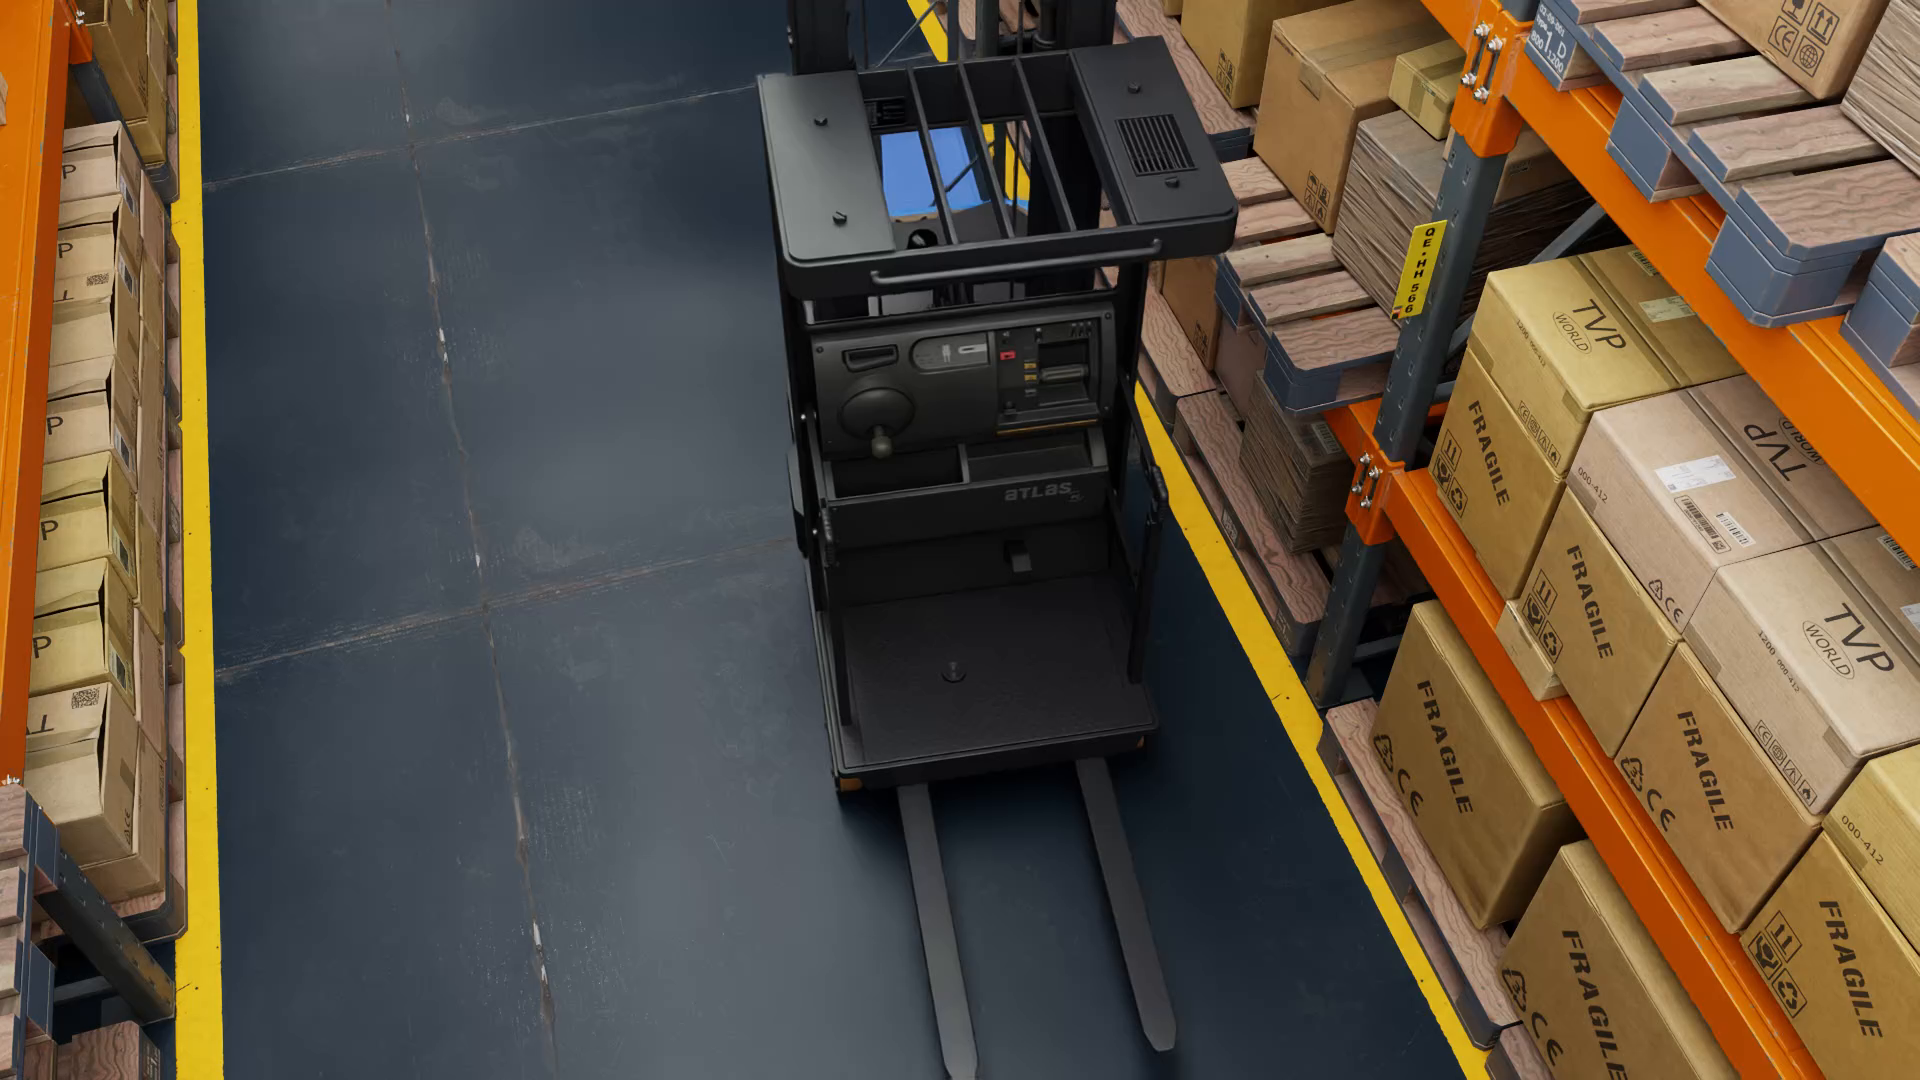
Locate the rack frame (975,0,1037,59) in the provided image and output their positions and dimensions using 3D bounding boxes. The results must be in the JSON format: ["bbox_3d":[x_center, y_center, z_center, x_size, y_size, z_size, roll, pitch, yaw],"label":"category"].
[{"bbox_3d":[0.571,-3.428,7.468,1.000,3.000,0.127,-13,51,-11],"label":"rack frame"}]

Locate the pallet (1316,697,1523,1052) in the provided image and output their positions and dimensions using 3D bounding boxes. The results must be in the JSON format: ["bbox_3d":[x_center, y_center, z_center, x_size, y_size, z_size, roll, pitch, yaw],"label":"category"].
[{"bbox_3d":[1.915,0.985,5.571,1.003,0.211,1.213,-13,51,-11],"label":"pallet"}]

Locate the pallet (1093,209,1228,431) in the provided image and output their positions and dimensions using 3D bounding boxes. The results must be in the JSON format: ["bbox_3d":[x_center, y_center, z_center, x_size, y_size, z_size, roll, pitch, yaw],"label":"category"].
[{"bbox_3d":[1.167,-1.068,7.302,1.003,0.211,1.213,-13,51,-11],"label":"pallet"}]

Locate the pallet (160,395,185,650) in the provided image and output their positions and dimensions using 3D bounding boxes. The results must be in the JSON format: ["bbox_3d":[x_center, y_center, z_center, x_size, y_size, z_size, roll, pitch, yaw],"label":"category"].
[{"bbox_3d":[-3.541,0.015,6.389,1.003,0.211,1.213,-13,51,-11],"label":"pallet"}]

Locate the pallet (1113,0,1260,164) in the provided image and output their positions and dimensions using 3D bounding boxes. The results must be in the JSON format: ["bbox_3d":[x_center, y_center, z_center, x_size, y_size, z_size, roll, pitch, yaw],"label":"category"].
[{"bbox_3d":[1.129,-1.881,6.289,1.003,0.211,1.213,-13,51,-11],"label":"pallet"}]

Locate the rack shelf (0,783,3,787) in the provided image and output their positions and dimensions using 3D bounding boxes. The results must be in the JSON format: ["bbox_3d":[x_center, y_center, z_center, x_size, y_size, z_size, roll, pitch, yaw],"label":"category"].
[{"bbox_3d":[-2.386,2.309,3.102,1.077,0.370,4.000,-13,51,-11],"label":"rack shelf"}]

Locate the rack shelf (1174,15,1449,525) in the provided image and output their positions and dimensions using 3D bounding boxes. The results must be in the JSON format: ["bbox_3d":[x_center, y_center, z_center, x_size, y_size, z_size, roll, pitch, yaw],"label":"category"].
[{"bbox_3d":[1.162,-1.736,6.511,1.077,0.370,4.000,-13,51,-11],"label":"rack shelf"}]

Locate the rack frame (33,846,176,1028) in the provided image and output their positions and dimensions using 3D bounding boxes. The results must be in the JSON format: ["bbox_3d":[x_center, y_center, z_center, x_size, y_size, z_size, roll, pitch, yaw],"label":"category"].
[{"bbox_3d":[-2.978,0.616,4.058,1.000,3.000,0.127,-13,51,-11],"label":"rack frame"}]

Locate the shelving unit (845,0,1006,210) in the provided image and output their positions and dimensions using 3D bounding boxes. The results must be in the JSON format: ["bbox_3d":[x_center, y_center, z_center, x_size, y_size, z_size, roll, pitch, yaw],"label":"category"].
[{"bbox_3d":[-0.168,-1.470,6.798,0.538,1.500,1.048,-8,50,-6],"label":"shelving unit"}]

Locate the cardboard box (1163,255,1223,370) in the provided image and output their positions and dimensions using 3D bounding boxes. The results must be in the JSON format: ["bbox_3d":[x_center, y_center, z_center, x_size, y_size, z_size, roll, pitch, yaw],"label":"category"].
[{"bbox_3d":[1.275,-1.116,6.866,0.700,0.500,0.500,-14,51,-11],"label":"cardboard box"}]

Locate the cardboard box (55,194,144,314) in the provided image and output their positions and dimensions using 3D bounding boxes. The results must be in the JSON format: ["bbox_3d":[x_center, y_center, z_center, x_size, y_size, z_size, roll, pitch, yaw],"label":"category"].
[{"bbox_3d":[-3.607,-1.126,6.684,0.500,0.311,0.500,-12,51,-10],"label":"cardboard box"}]

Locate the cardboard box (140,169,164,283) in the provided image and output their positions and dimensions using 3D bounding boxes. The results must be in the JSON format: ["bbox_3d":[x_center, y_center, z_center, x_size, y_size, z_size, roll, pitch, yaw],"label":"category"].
[{"bbox_3d":[-3.761,-1.317,7.212,0.500,0.250,0.500,-14,51,-11],"label":"cardboard box"}]

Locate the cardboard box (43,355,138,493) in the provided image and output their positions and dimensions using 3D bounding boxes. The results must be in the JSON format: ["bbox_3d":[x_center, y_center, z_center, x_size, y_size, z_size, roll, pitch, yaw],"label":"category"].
[{"bbox_3d":[-3.317,-0.393,6.066,0.500,0.311,0.500,-14,51,-11],"label":"cardboard box"}]

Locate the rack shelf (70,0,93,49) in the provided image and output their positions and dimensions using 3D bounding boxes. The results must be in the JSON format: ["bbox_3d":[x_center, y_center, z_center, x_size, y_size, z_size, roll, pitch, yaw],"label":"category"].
[{"bbox_3d":[-4.752,-3.534,8.028,1.077,0.370,4.000,-13,51,-11],"label":"rack shelf"}]

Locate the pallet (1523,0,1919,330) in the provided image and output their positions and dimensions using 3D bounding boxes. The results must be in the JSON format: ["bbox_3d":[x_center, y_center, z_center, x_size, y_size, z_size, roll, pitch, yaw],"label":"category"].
[{"bbox_3d":[1.995,-0.954,3.544,1.213,0.211,1.003,-11,51,-9],"label":"pallet"}]

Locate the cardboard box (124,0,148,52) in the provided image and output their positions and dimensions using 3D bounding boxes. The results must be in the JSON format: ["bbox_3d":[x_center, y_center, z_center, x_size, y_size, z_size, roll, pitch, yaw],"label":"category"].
[{"bbox_3d":[-4.154,-2.569,7.777,0.500,0.500,0.500,-13,51,-11],"label":"cardboard box"}]

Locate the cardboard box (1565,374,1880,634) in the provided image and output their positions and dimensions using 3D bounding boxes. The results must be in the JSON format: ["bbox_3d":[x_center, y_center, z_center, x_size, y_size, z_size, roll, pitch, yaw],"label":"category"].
[{"bbox_3d":[1.801,-0.101,3.899,0.500,0.250,0.500,-14,51,-11],"label":"cardboard box"}]

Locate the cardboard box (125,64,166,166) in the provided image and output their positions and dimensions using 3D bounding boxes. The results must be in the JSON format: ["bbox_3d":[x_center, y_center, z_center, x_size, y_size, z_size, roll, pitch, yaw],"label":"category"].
[{"bbox_3d":[-4.008,-1.962,7.755,0.500,0.250,0.500,-13,51,-11],"label":"cardboard box"}]

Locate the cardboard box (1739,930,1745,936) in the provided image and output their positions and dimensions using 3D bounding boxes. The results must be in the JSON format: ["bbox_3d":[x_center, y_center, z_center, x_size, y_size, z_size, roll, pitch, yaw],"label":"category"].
[{"bbox_3d":[2.037,0.794,4.060,0.380,0.149,0.250,-13,51,-10],"label":"cardboard box"}]

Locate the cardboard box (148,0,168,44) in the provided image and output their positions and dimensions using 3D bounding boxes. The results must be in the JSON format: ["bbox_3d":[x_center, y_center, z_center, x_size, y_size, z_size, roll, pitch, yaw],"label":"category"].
[{"bbox_3d":[-4.294,-2.694,8.373,0.500,0.250,0.500,-13,51,-11],"label":"cardboard box"}]

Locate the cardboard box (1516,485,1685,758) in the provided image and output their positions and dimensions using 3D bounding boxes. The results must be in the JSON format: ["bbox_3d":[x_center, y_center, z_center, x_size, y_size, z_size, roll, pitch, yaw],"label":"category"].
[{"bbox_3d":[1.799,0.156,4.173,0.500,0.500,0.500,-12,51,-10],"label":"cardboard box"}]

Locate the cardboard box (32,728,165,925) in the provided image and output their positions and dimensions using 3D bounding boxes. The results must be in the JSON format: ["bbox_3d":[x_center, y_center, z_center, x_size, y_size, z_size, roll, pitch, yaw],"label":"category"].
[{"bbox_3d":[-2.852,0.918,5.328,0.500,0.250,0.500,-13,51,-11],"label":"cardboard box"}]

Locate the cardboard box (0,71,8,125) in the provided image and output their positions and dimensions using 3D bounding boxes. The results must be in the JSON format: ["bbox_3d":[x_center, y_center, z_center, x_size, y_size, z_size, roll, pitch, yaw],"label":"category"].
[{"bbox_3d":[-3.725,-1.662,6.066,0.396,0.266,0.258,-14,51,-12],"label":"cardboard box"}]

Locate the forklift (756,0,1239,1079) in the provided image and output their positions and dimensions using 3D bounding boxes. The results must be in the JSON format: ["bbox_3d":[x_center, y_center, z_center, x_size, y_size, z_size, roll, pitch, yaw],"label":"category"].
[{"bbox_3d":[0.058,-0.379,4.942,1.130,2.935,3.031,-8,50,-6],"label":"forklift"}]

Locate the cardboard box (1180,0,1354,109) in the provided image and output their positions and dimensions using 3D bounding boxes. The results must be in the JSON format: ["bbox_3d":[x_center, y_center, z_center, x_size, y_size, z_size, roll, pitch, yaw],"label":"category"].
[{"bbox_3d":[1.215,-1.927,5.849,0.700,0.500,0.500,-13,51,-11],"label":"cardboard box"}]

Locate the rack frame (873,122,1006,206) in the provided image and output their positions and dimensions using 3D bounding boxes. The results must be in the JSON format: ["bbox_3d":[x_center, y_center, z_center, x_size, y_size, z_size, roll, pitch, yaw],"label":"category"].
[{"bbox_3d":[-0.081,-1.087,6.475,0.500,1.500,0.032,-8,50,-6],"label":"rack frame"}]

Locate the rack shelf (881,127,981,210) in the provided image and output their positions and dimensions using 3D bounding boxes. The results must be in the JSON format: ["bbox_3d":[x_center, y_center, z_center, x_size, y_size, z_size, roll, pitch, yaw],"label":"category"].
[{"bbox_3d":[-0.168,-1.354,6.936,0.538,0.185,1.000,-8,50,-6],"label":"rack shelf"}]

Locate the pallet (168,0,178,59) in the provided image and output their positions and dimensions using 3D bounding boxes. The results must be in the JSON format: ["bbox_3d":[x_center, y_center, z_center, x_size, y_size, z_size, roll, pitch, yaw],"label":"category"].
[{"bbox_3d":[-4.720,-2.890,8.838,1.003,0.211,1.213,-13,51,-11],"label":"pallet"}]

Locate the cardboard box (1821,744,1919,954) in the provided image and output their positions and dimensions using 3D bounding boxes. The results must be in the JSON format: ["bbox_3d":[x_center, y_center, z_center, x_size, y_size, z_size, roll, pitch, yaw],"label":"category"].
[{"bbox_3d":[2.110,0.635,3.279,0.500,0.250,0.500,-14,51,-12],"label":"cardboard box"}]

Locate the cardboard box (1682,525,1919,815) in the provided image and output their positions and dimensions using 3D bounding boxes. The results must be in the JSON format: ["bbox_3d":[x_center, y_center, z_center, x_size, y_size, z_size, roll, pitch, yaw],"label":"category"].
[{"bbox_3d":[1.953,0.264,3.592,0.500,0.250,0.500,-13,51,-11],"label":"cardboard box"}]

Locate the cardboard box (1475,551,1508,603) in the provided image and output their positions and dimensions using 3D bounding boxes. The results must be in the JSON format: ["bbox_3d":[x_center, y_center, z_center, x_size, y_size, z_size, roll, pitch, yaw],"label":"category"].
[{"bbox_3d":[1.696,0.047,4.690,0.380,0.149,0.250,-13,51,-10],"label":"cardboard box"}]

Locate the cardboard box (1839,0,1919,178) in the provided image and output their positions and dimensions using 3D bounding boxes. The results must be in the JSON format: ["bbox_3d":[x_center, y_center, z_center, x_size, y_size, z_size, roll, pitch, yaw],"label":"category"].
[{"bbox_3d":[2.159,-0.931,3.048,0.700,0.500,0.500,-16,52,-13],"label":"cardboard box"}]

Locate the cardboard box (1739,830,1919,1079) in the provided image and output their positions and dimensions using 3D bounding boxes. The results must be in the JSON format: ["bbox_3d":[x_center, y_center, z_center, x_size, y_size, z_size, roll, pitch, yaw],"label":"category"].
[{"bbox_3d":[2.106,0.897,3.548,0.500,0.500,0.500,-12,51,-10],"label":"cardboard box"}]

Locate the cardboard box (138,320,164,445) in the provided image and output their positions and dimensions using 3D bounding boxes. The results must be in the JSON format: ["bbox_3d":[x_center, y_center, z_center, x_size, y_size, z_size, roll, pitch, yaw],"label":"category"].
[{"bbox_3d":[-3.461,-0.574,6.585,0.500,0.250,0.500,-12,51,-10],"label":"cardboard box"}]

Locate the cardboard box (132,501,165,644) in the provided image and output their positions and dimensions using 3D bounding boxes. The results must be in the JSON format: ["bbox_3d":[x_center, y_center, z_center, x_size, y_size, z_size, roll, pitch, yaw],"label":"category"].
[{"bbox_3d":[-3.161,0.173,5.956,0.500,0.250,0.500,-15,51,-12],"label":"cardboard box"}]

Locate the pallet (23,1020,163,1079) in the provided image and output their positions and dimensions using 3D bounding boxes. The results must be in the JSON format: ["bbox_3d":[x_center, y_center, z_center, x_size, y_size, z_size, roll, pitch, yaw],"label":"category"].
[{"bbox_3d":[-2.793,2.069,4.658,1.003,0.211,1.213,-13,51,-11],"label":"pallet"}]

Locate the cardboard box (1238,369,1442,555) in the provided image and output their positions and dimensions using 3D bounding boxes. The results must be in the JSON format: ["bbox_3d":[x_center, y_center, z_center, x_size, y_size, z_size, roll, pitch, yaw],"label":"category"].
[{"bbox_3d":[1.491,-0.357,6.226,0.700,0.500,0.500,-13,51,-10],"label":"cardboard box"}]

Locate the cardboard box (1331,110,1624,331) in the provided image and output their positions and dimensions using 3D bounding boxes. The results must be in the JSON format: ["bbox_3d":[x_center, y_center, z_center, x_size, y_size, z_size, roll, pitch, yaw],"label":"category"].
[{"bbox_3d":[1.605,-1.022,5.086,0.700,0.500,0.500,-19,52,-15],"label":"cardboard box"}]

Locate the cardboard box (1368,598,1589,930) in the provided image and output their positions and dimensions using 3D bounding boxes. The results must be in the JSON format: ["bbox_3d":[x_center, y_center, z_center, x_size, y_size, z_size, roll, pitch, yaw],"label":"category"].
[{"bbox_3d":[1.846,0.618,5.189,0.750,0.750,0.750,-14,51,-11],"label":"cardboard box"}]

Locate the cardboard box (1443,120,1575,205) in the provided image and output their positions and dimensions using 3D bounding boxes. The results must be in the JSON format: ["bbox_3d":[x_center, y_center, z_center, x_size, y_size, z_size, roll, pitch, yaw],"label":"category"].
[{"bbox_3d":[1.623,-1.135,4.757,0.380,0.149,0.250,-19,53,-16],"label":"cardboard box"}]

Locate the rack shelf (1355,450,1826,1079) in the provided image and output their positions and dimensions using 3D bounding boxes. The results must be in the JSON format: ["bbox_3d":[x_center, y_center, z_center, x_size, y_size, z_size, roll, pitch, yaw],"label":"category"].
[{"bbox_3d":[2.345,1.186,4.049,1.077,0.370,4.000,-13,51,-11],"label":"rack shelf"}]

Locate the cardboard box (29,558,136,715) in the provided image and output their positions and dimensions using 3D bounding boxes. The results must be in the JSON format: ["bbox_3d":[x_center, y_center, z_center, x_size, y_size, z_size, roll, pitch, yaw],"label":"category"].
[{"bbox_3d":[-3.015,0.355,5.435,0.500,0.311,0.500,-14,51,-12],"label":"cardboard box"}]

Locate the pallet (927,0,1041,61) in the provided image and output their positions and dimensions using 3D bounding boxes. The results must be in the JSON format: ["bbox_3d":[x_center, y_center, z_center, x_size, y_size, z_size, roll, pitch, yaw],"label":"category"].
[{"bbox_3d":[0.338,-3.012,8.941,1.003,0.211,1.213,-13,51,-11],"label":"pallet"}]
